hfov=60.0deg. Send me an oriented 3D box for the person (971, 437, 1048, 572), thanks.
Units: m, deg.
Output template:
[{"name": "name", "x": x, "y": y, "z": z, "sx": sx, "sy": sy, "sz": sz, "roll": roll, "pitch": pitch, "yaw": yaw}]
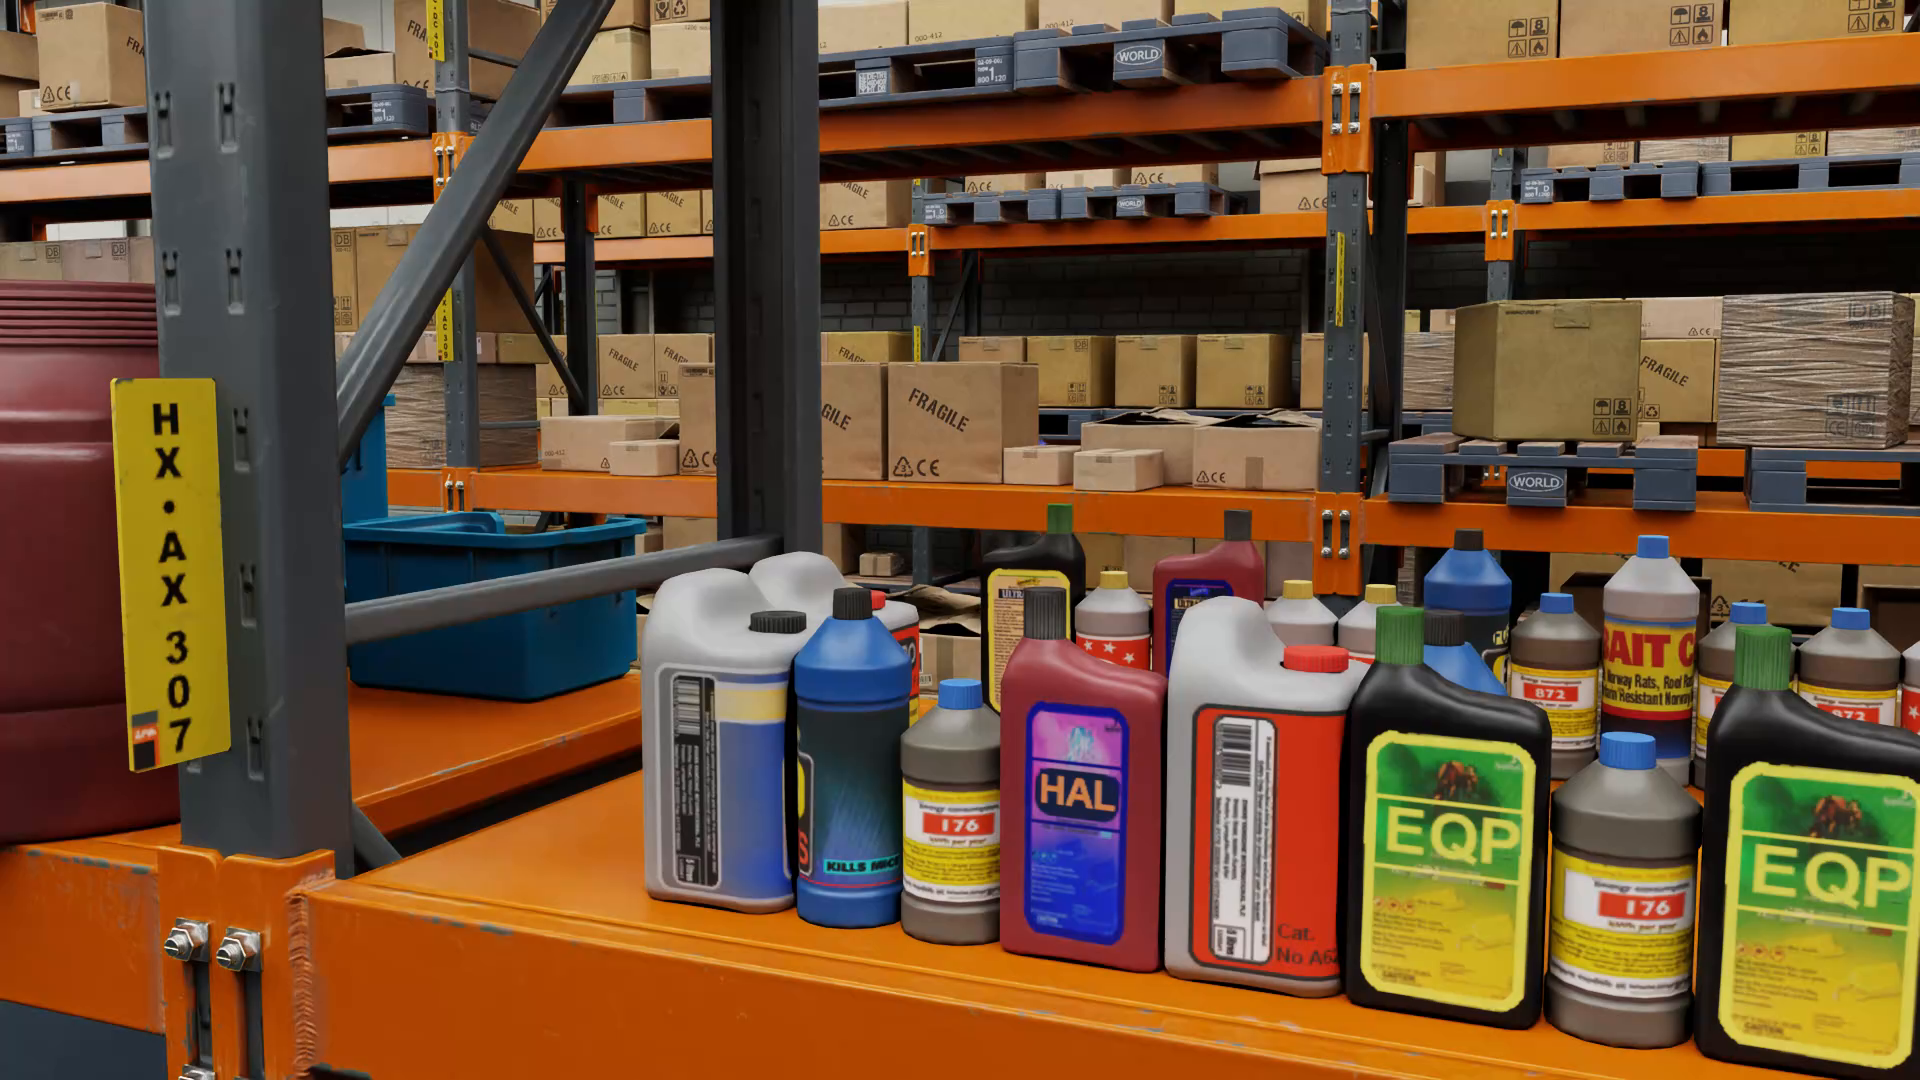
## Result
[{"name": "person", "x": 0.254, "y": -0.011, "z": 9.339, "sx": 0.472, "sy": 1.639, "sz": 0.629, "roll": -3, "pitch": 6, "yaw": -28}]
